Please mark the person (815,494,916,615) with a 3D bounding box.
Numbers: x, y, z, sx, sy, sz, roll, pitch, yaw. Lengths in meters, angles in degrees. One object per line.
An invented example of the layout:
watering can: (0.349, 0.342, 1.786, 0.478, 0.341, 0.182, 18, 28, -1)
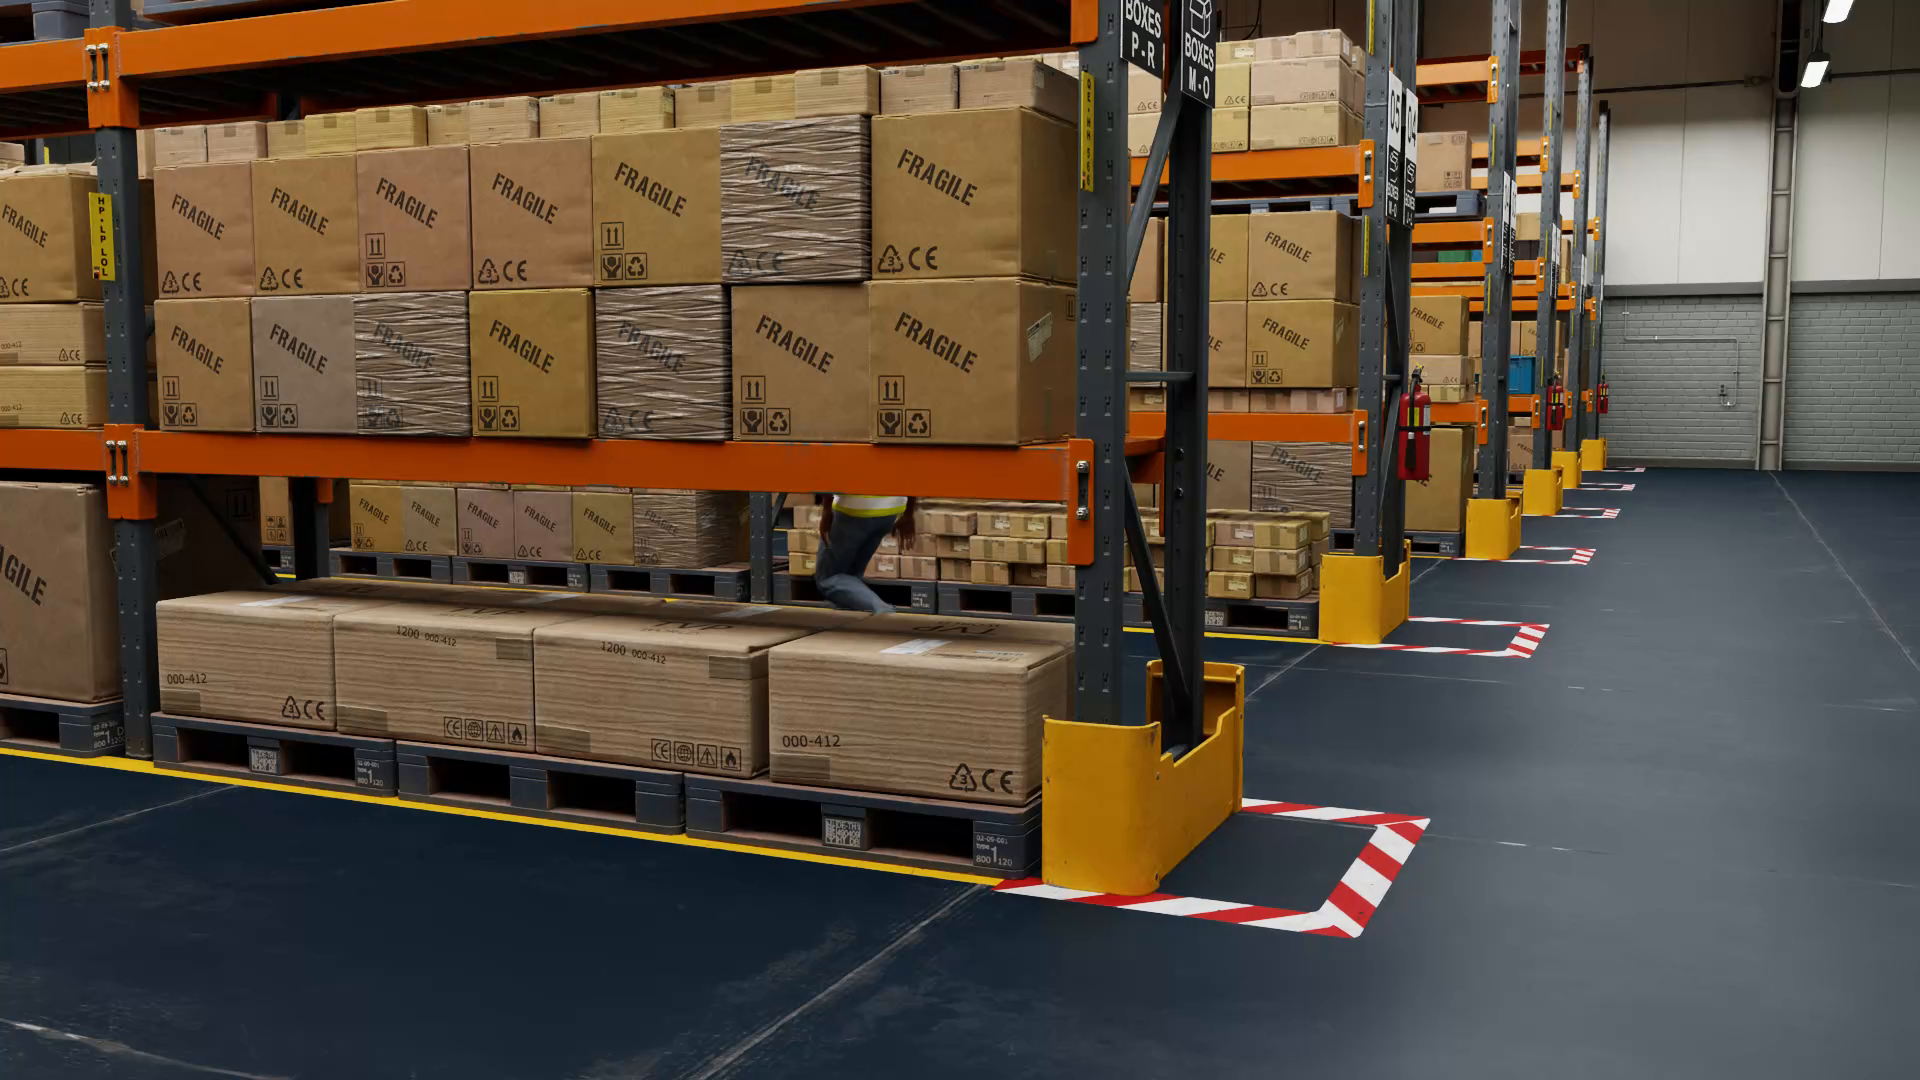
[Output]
person: (-0.556, -0.176, 8.572, 0.837, 1.701, 0.641, 5, 8, 43)
